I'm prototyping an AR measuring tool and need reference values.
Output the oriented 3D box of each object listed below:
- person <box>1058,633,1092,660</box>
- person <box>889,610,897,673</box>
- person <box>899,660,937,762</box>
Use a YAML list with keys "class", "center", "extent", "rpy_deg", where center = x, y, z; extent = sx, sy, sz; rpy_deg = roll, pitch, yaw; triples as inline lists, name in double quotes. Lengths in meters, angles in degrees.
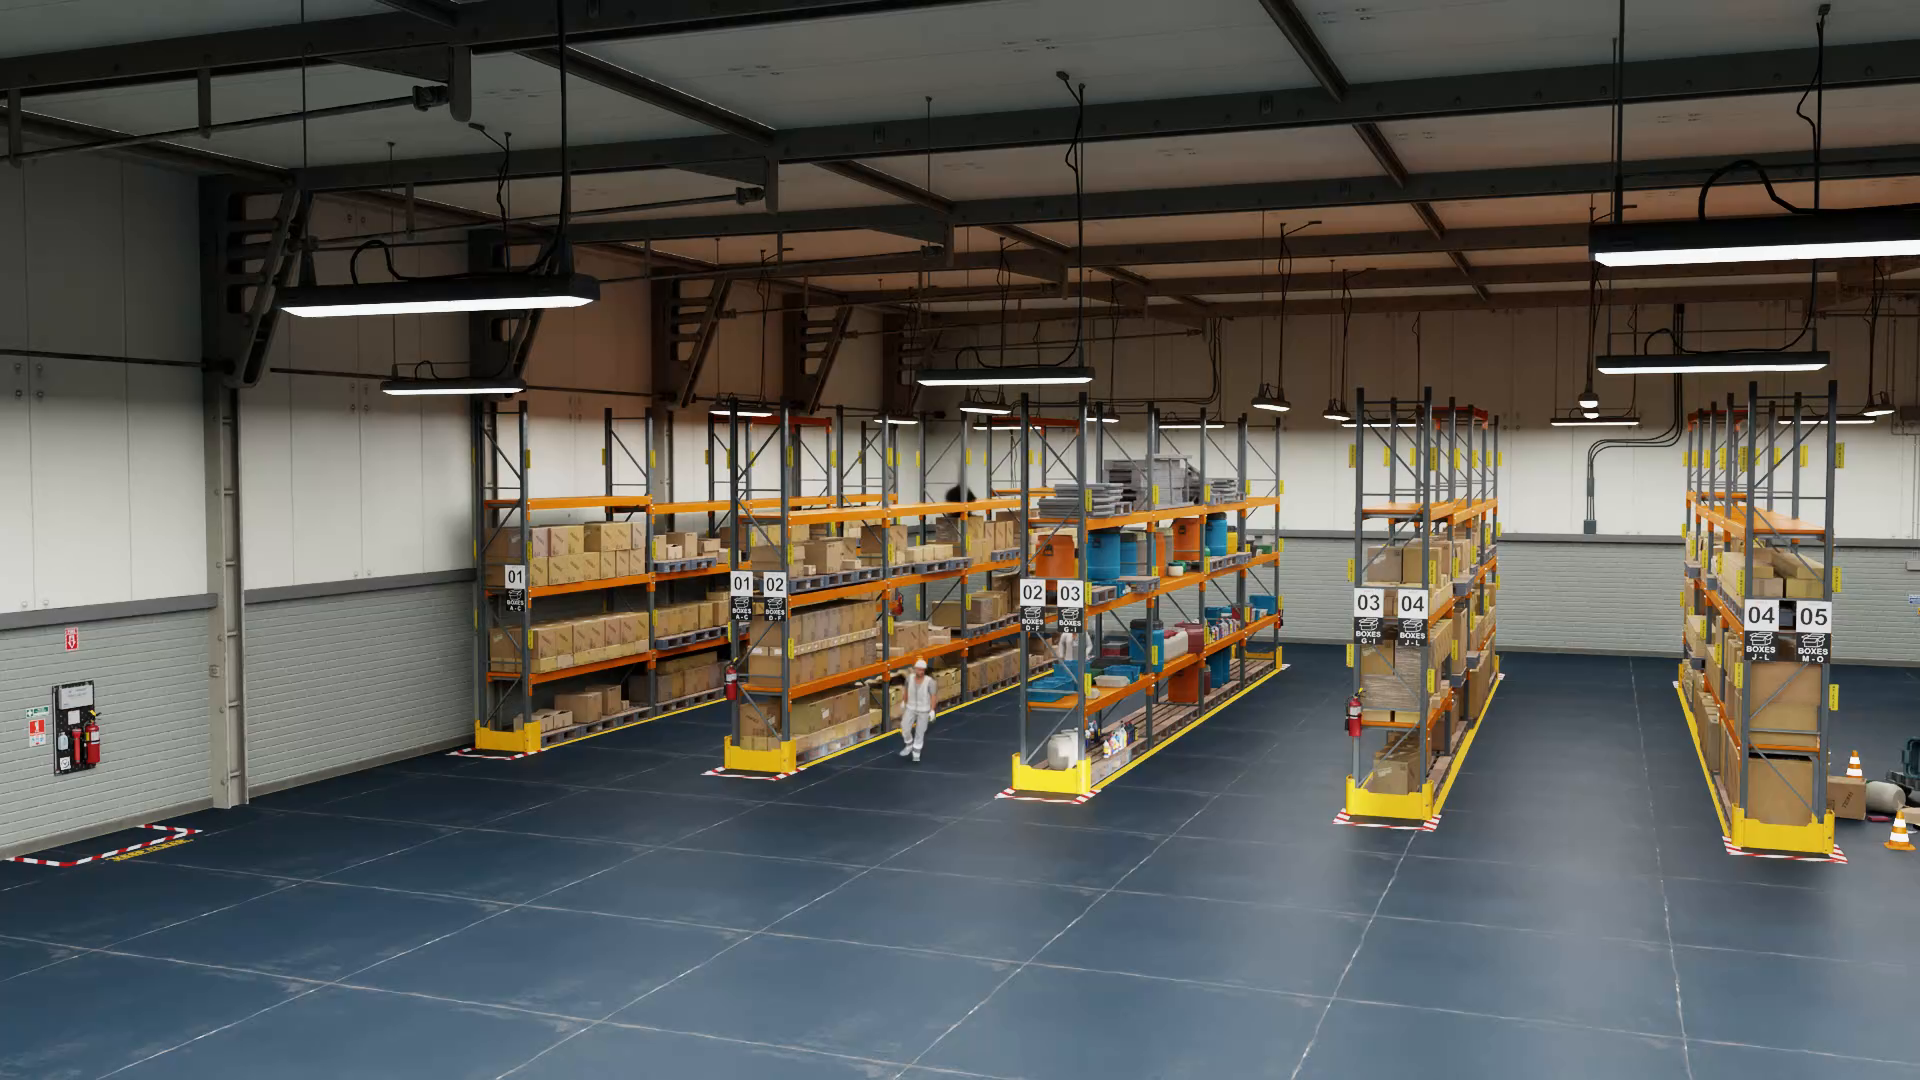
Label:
- class: "person"
  center: [2.358, 2.496, 34.024]
  extent: [0.701, 1.715, 0.718]
  rpy_deg: [0, 3, 4]
- class: "person"
  center: [-1.472, 2.390, 36.352]
  extent: [0.574, 1.744, 0.896]
  rpy_deg: [1, 3, 27]
- class: "person"
  center: [-0.695, 2.803, 27.308]
  extent: [0.662, 1.728, 0.617]
  rpy_deg: [0, 3, 9]
